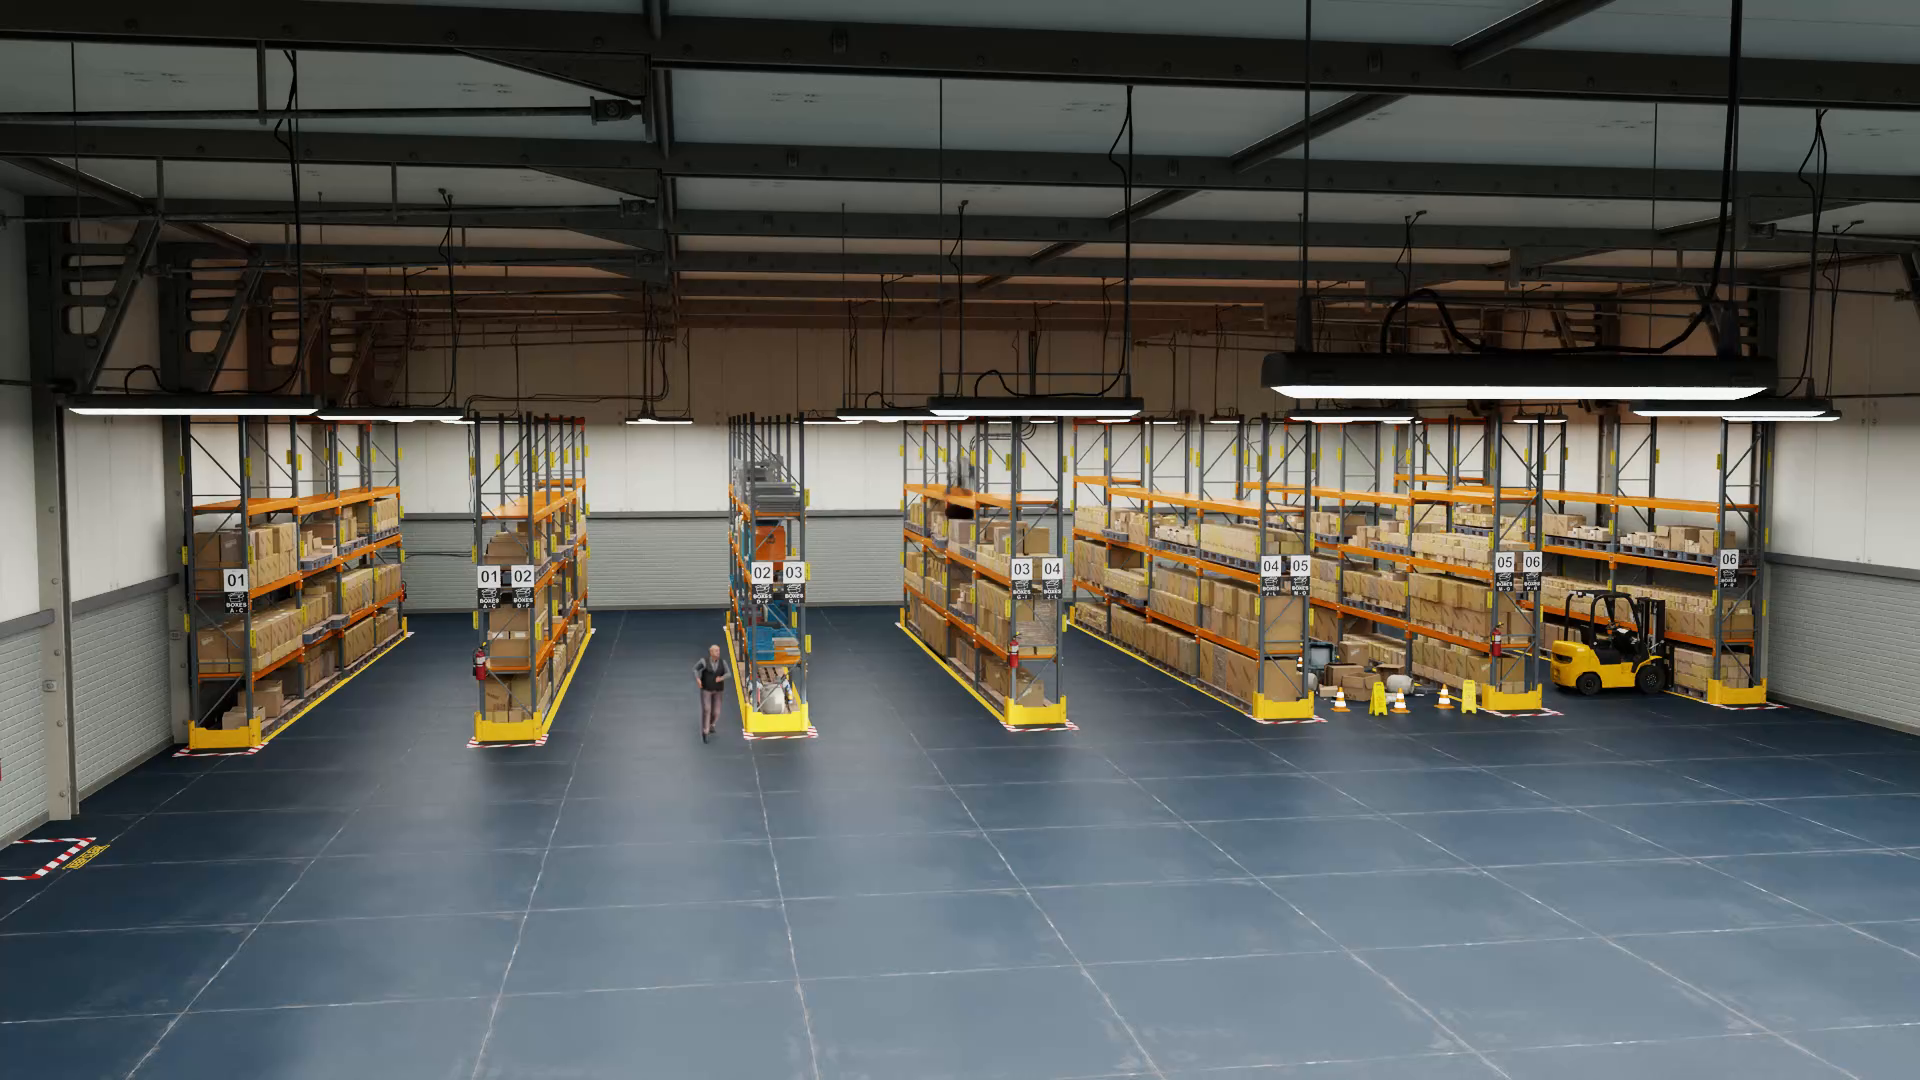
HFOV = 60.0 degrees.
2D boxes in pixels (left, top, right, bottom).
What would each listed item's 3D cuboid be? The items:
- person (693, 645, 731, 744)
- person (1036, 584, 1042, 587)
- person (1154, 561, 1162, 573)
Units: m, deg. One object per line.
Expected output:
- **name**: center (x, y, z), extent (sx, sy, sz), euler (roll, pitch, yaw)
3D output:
- **person**: center (-4.519, 2.791, 30.505), extent (0.661, 1.726, 0.957), euler (-2, 4, -25)
- **person**: center (2.039, 1.582, 48.599), extent (0.819, 1.707, 0.776), euler (1, 4, 17)
- **person**: center (5.997, 1.490, 50.302), extent (0.761, 1.719, 0.556), euler (-1, 4, -11)
